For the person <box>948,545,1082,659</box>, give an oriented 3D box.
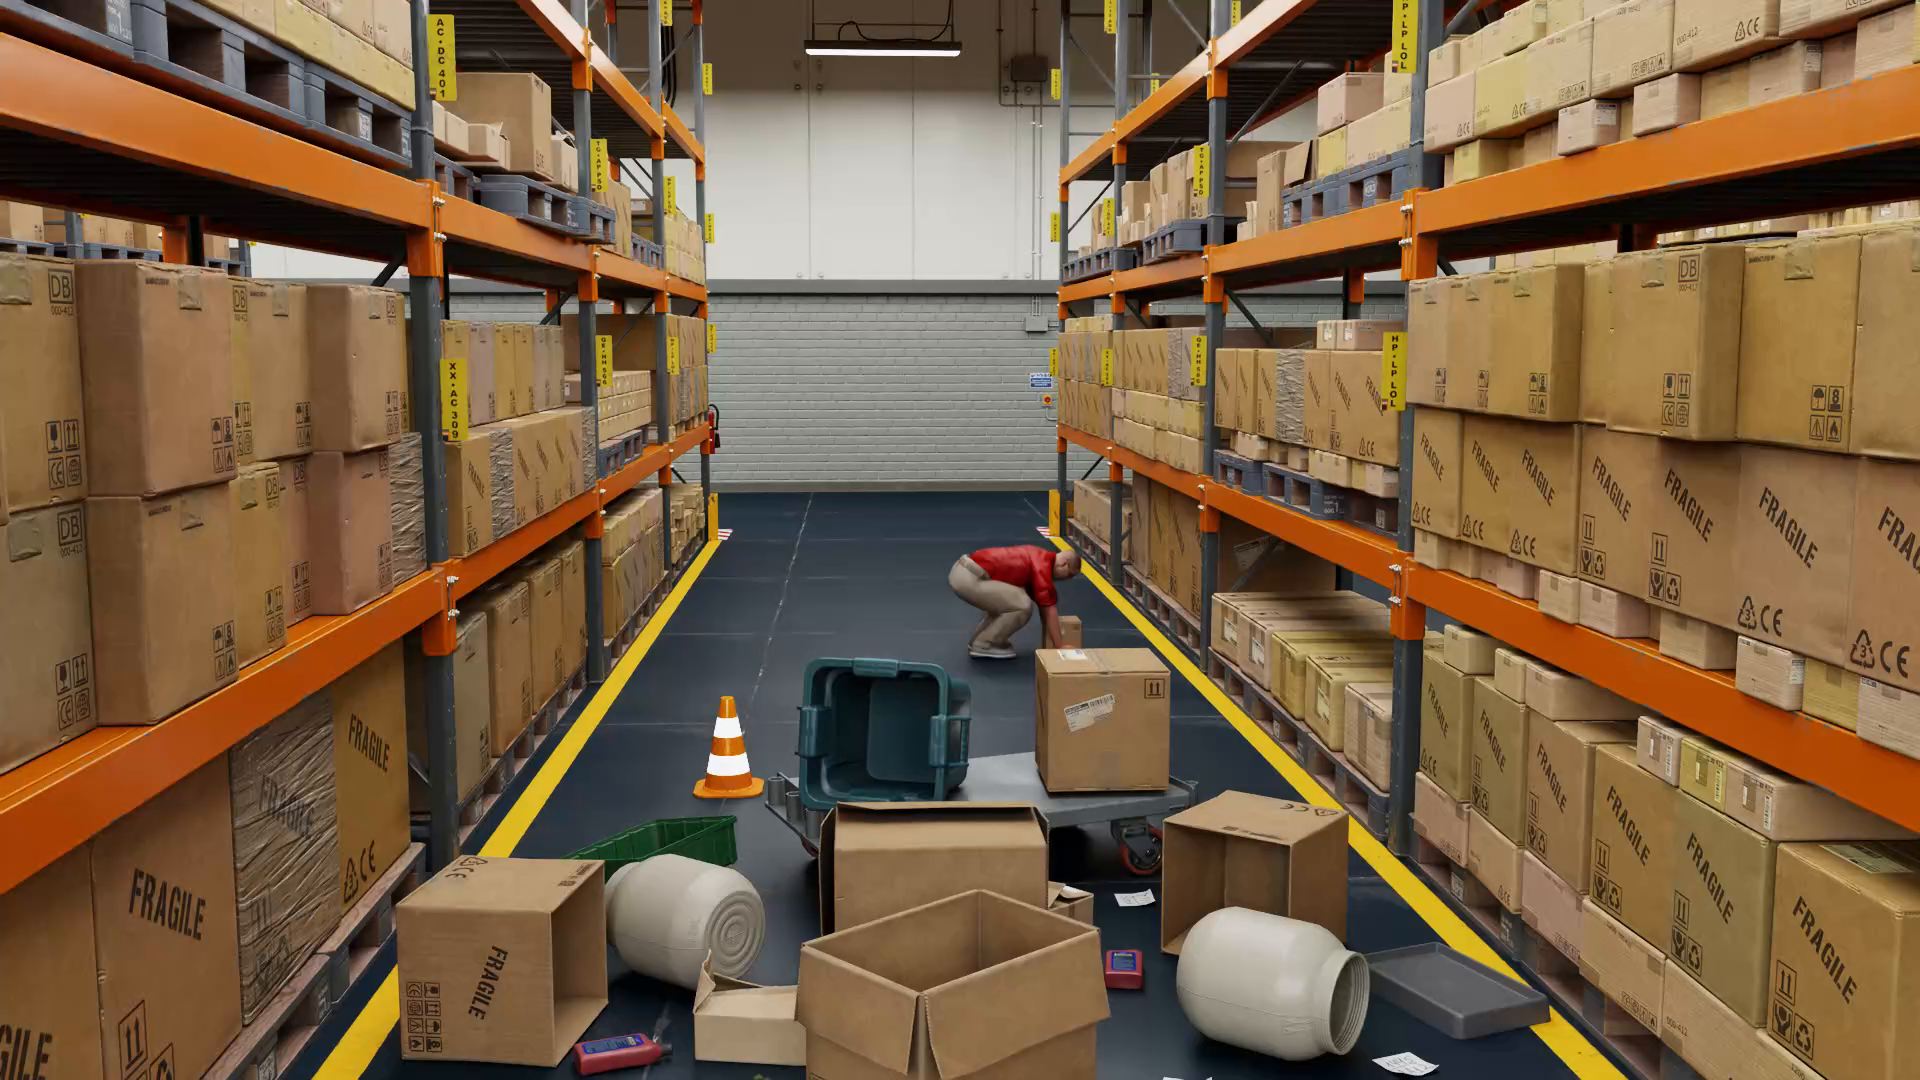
[{"bbox_3d":[0.394,0.437,11.764,0.948,0.795,0.531,-1,7,-5],"label":"person"}]
